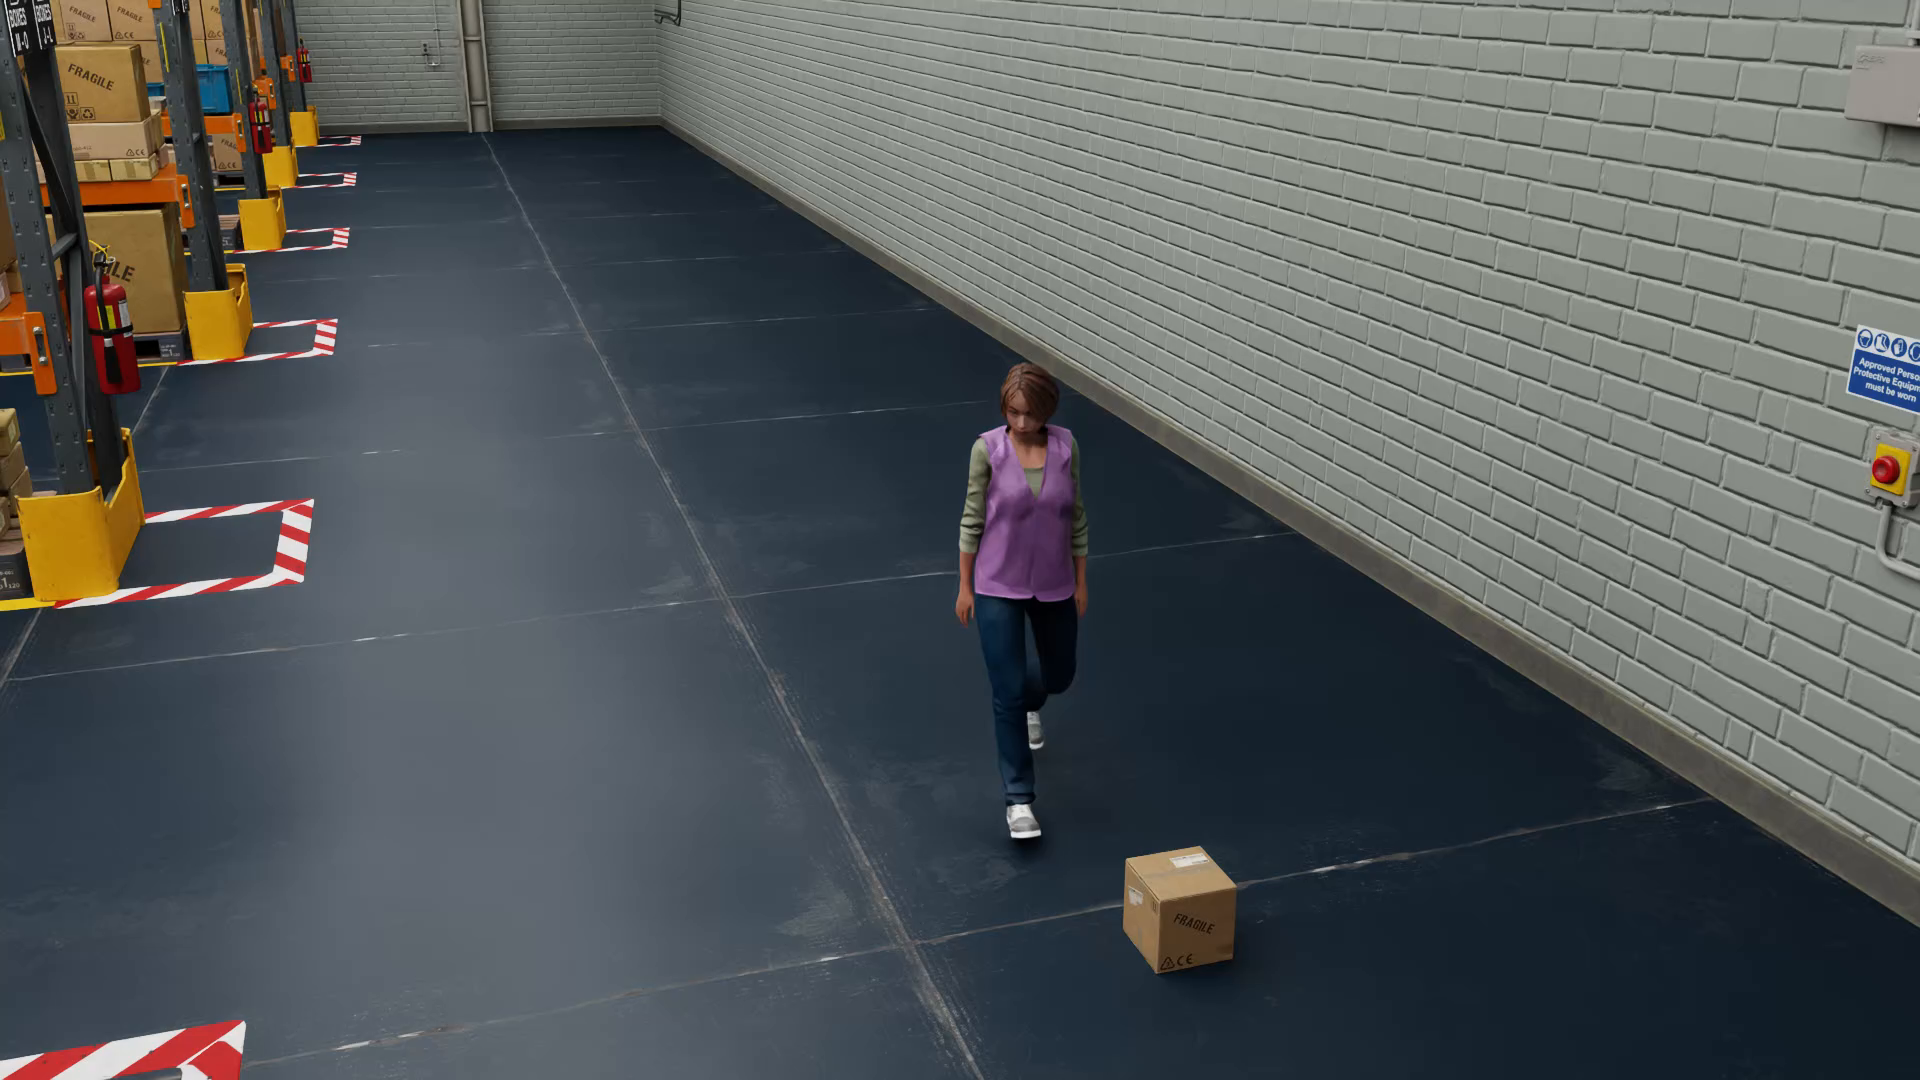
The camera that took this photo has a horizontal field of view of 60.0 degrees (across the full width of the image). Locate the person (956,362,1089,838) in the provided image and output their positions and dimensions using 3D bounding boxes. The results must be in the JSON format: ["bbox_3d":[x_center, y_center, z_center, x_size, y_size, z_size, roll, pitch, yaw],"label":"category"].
[{"bbox_3d":[0.218,0.162,5.627,0.453,1.564,0.824,-5,20,-14],"label":"person"}]
